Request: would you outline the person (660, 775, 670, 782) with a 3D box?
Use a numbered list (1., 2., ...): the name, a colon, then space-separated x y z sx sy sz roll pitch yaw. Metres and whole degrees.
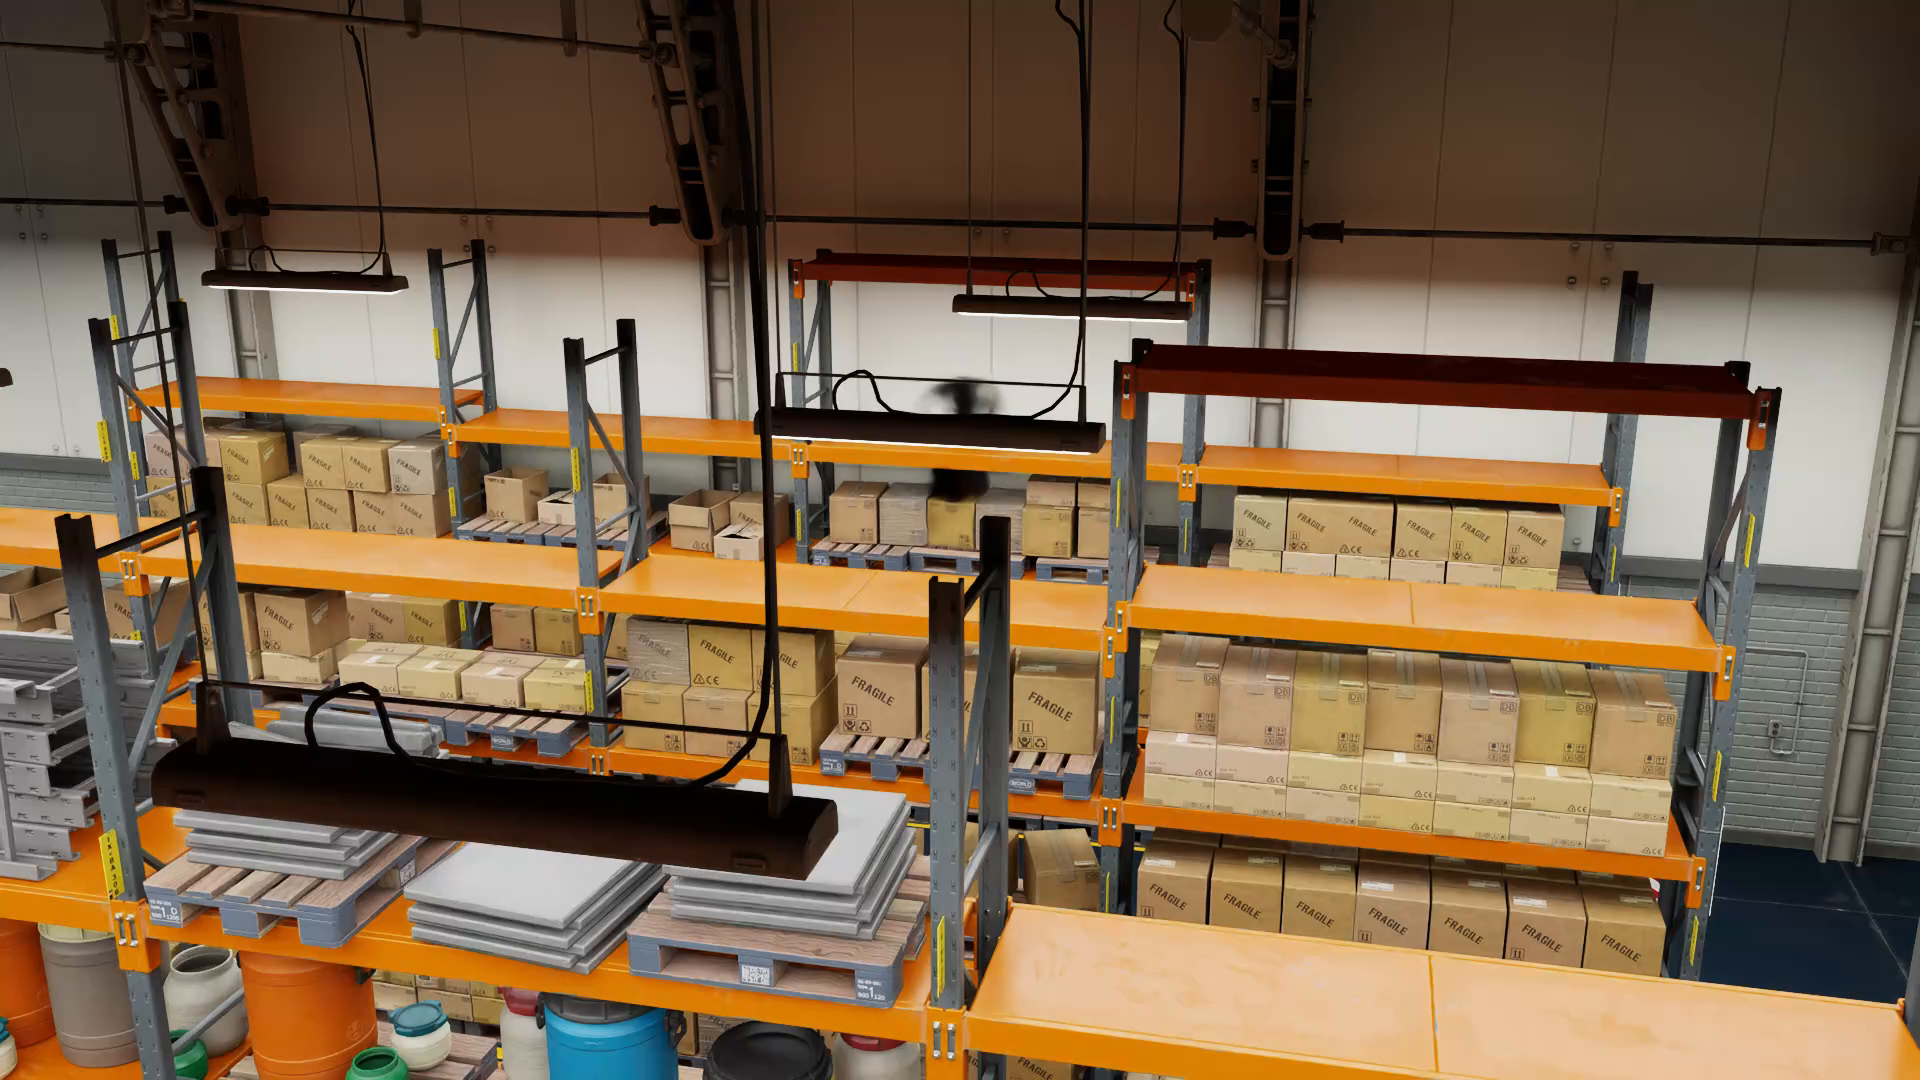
1. person: -2.691 2.902 15.478 0.774 1.709 0.746 -7 18 -22
